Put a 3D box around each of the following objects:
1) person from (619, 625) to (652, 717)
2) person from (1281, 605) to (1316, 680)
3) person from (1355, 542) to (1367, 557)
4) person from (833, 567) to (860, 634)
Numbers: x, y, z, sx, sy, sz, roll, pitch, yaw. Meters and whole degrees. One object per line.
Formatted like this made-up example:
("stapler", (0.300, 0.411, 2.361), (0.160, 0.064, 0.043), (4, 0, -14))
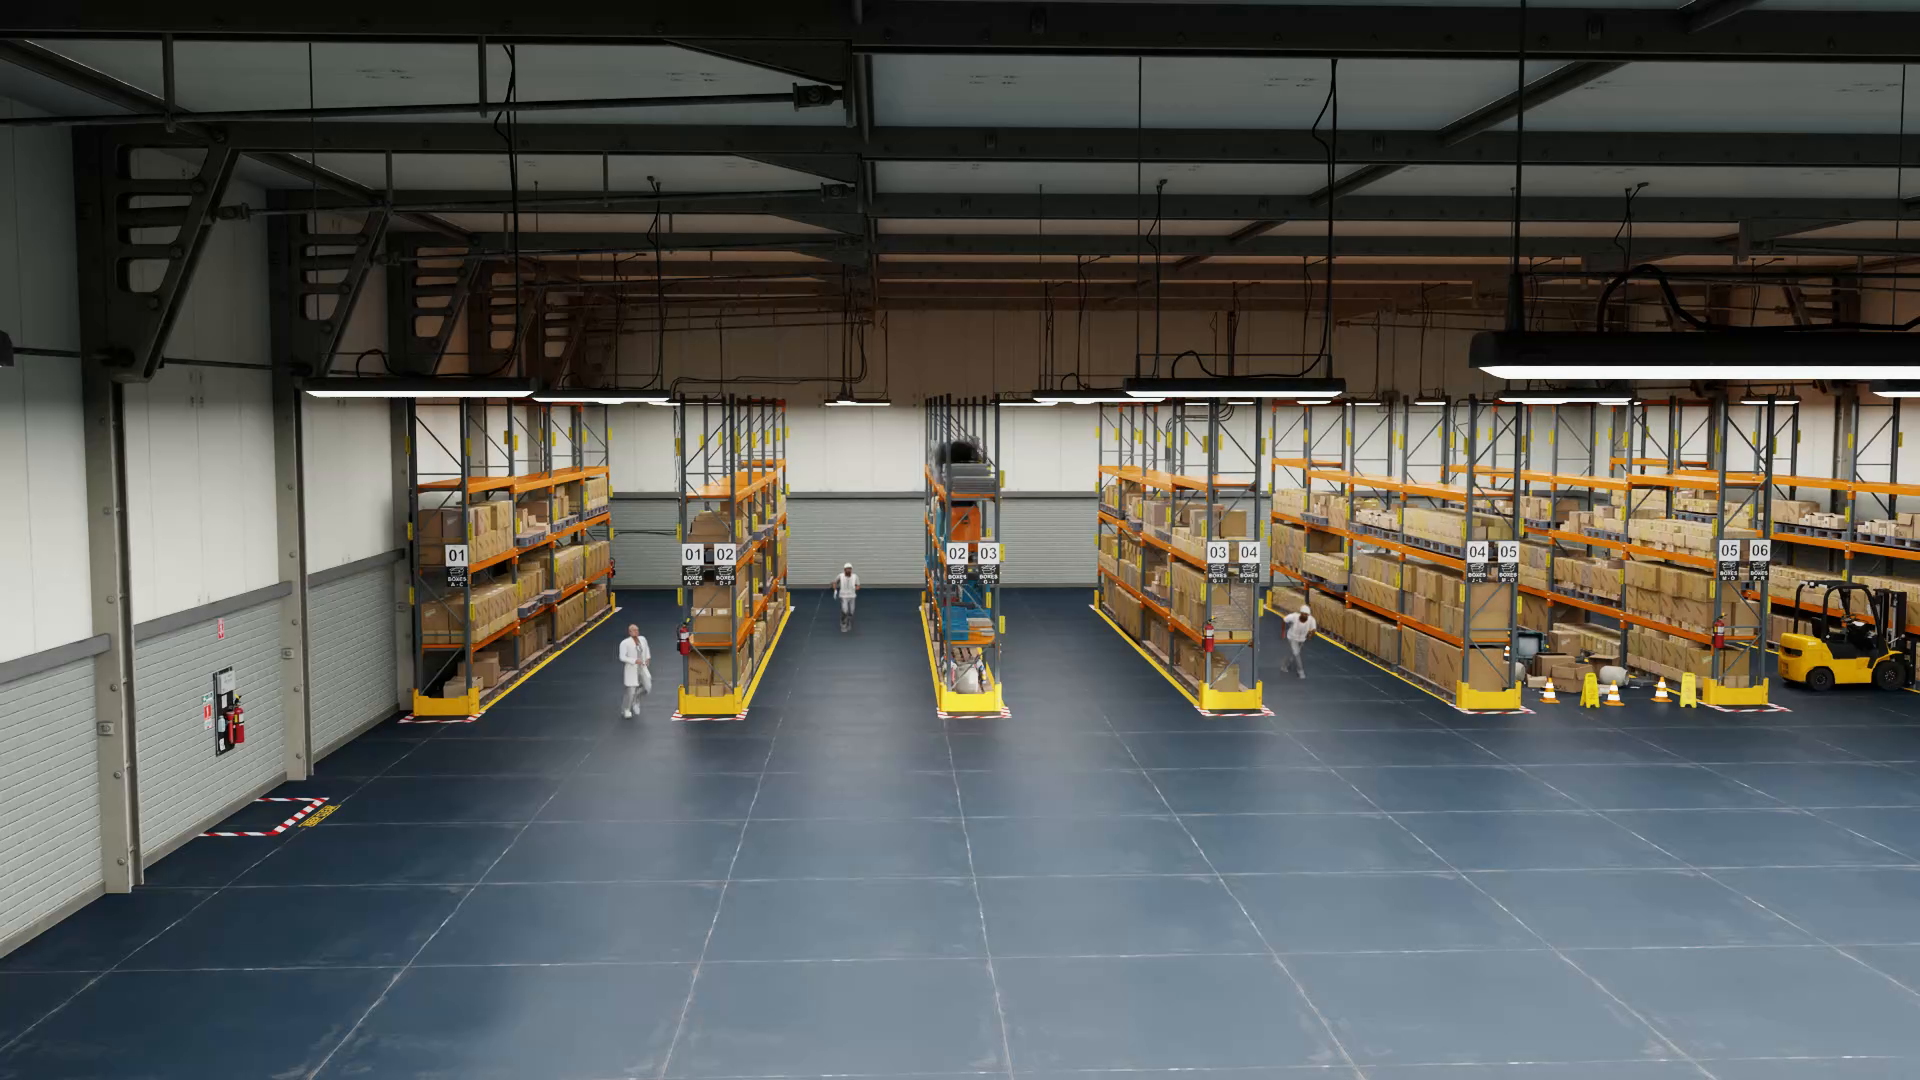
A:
("person", (-5.976, 2.420, 30.725), (0.730, 1.735, 0.830), (-4, 6, -38))
("person", (7.175, 2.142, 35.478), (0.708, 1.598, 1.118), (-1, 5, -12))
("person", (12.345, 0.847, 50.784), (0.639, 1.576, 0.580), (-1, 5, -12))
("person", (-2.860, 1.507, 42.370), (0.660, 1.757, 0.713), (-1, 5, -16))
